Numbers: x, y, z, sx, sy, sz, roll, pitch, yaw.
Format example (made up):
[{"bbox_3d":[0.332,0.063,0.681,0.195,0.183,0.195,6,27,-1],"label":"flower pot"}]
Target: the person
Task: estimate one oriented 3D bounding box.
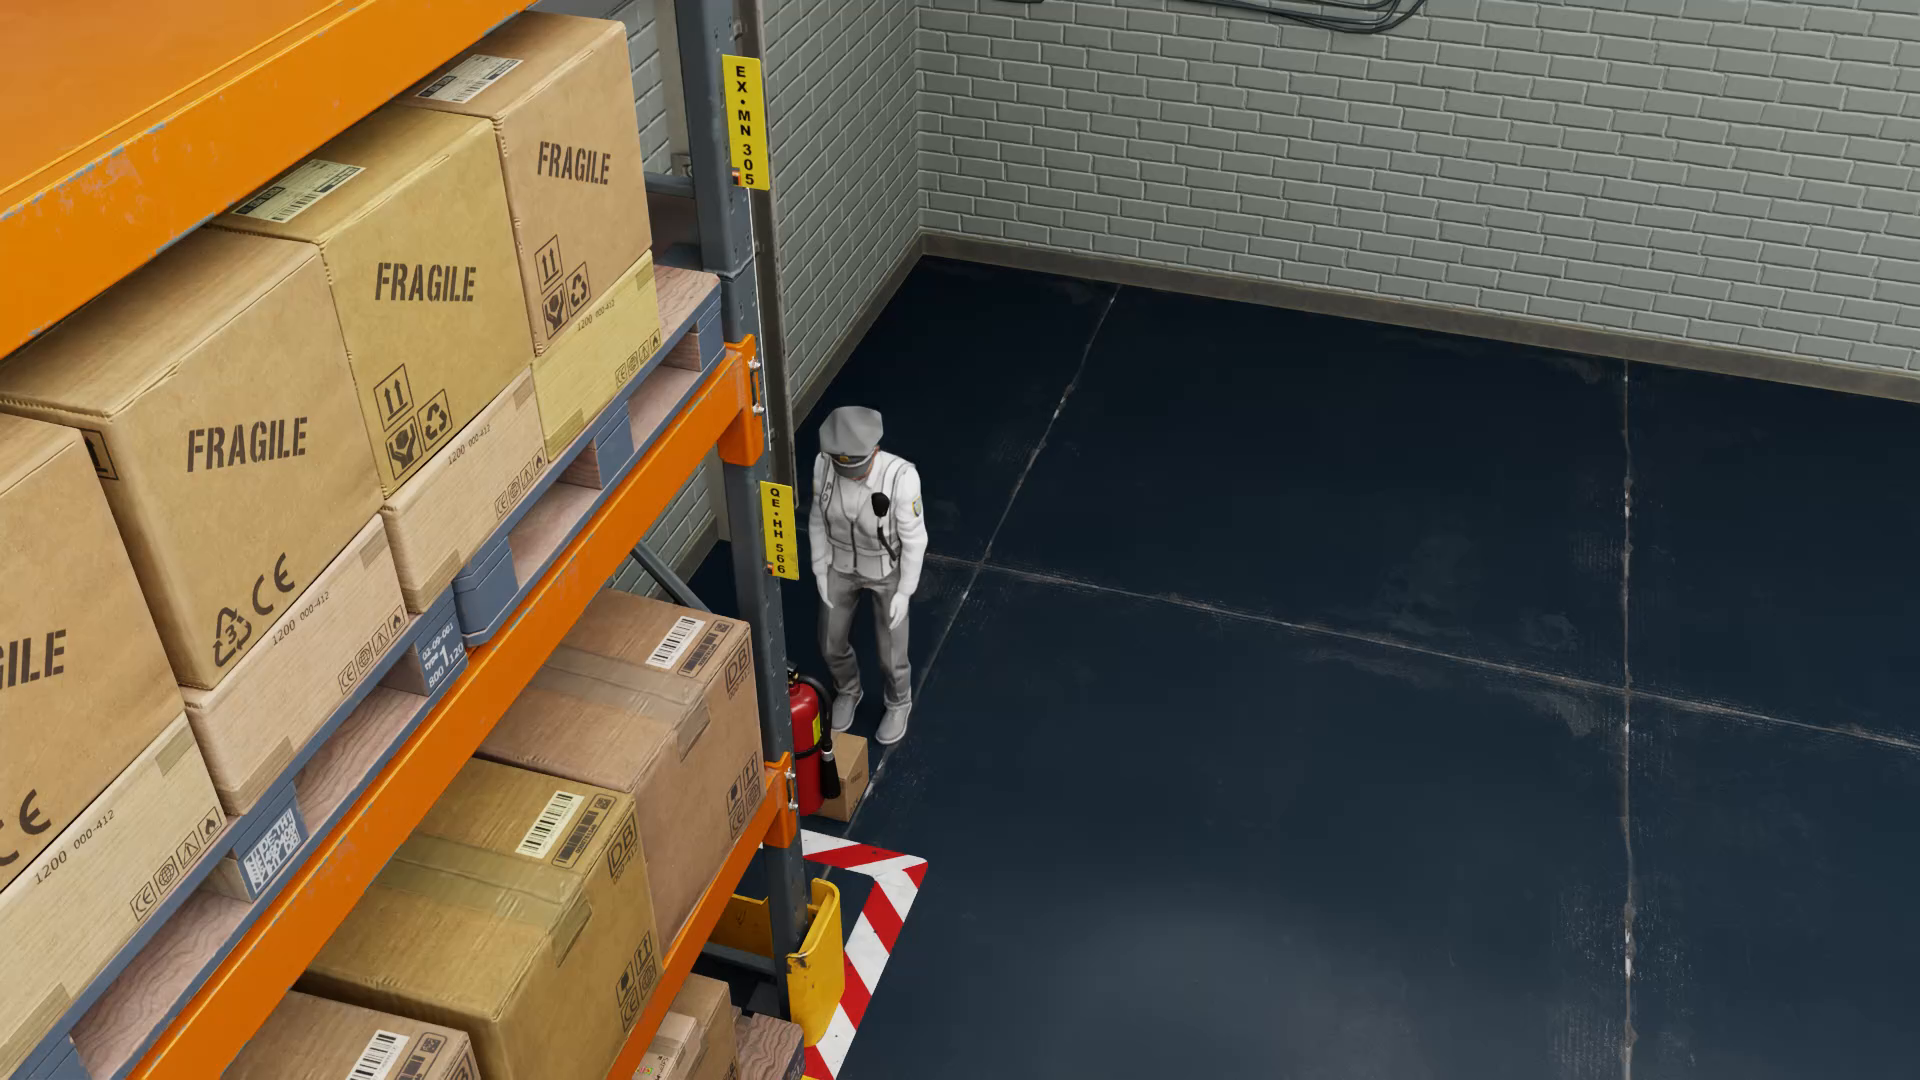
[{"bbox_3d":[-0.373,0.150,6.735,0.500,1.626,0.446,12,39,15],"label":"person"}]
